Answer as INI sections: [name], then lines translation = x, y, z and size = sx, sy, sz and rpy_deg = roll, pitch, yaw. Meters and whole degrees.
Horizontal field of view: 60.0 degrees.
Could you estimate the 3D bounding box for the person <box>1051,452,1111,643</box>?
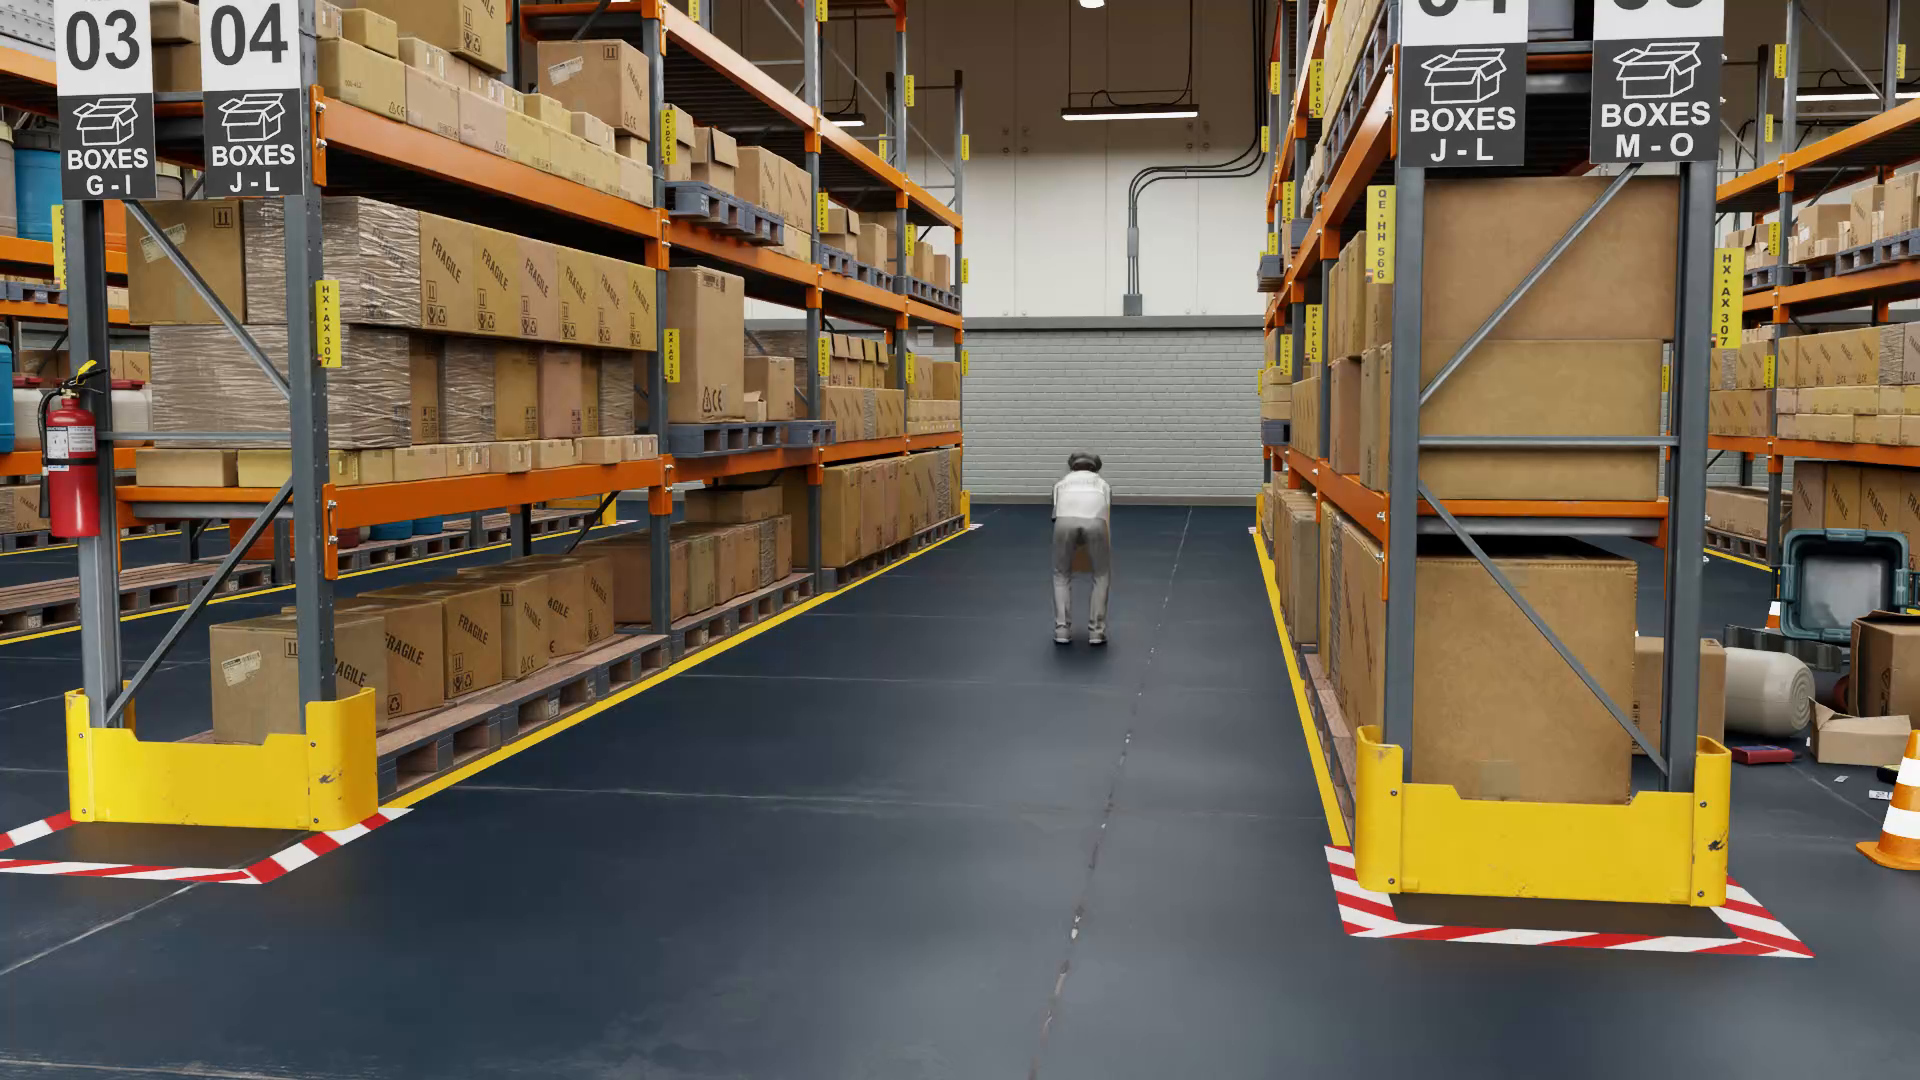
[person]
translation = 0.853, 0.044, 11.628
size = 0.408, 1.306, 0.887
rpy_deg = 1, 5, 7
